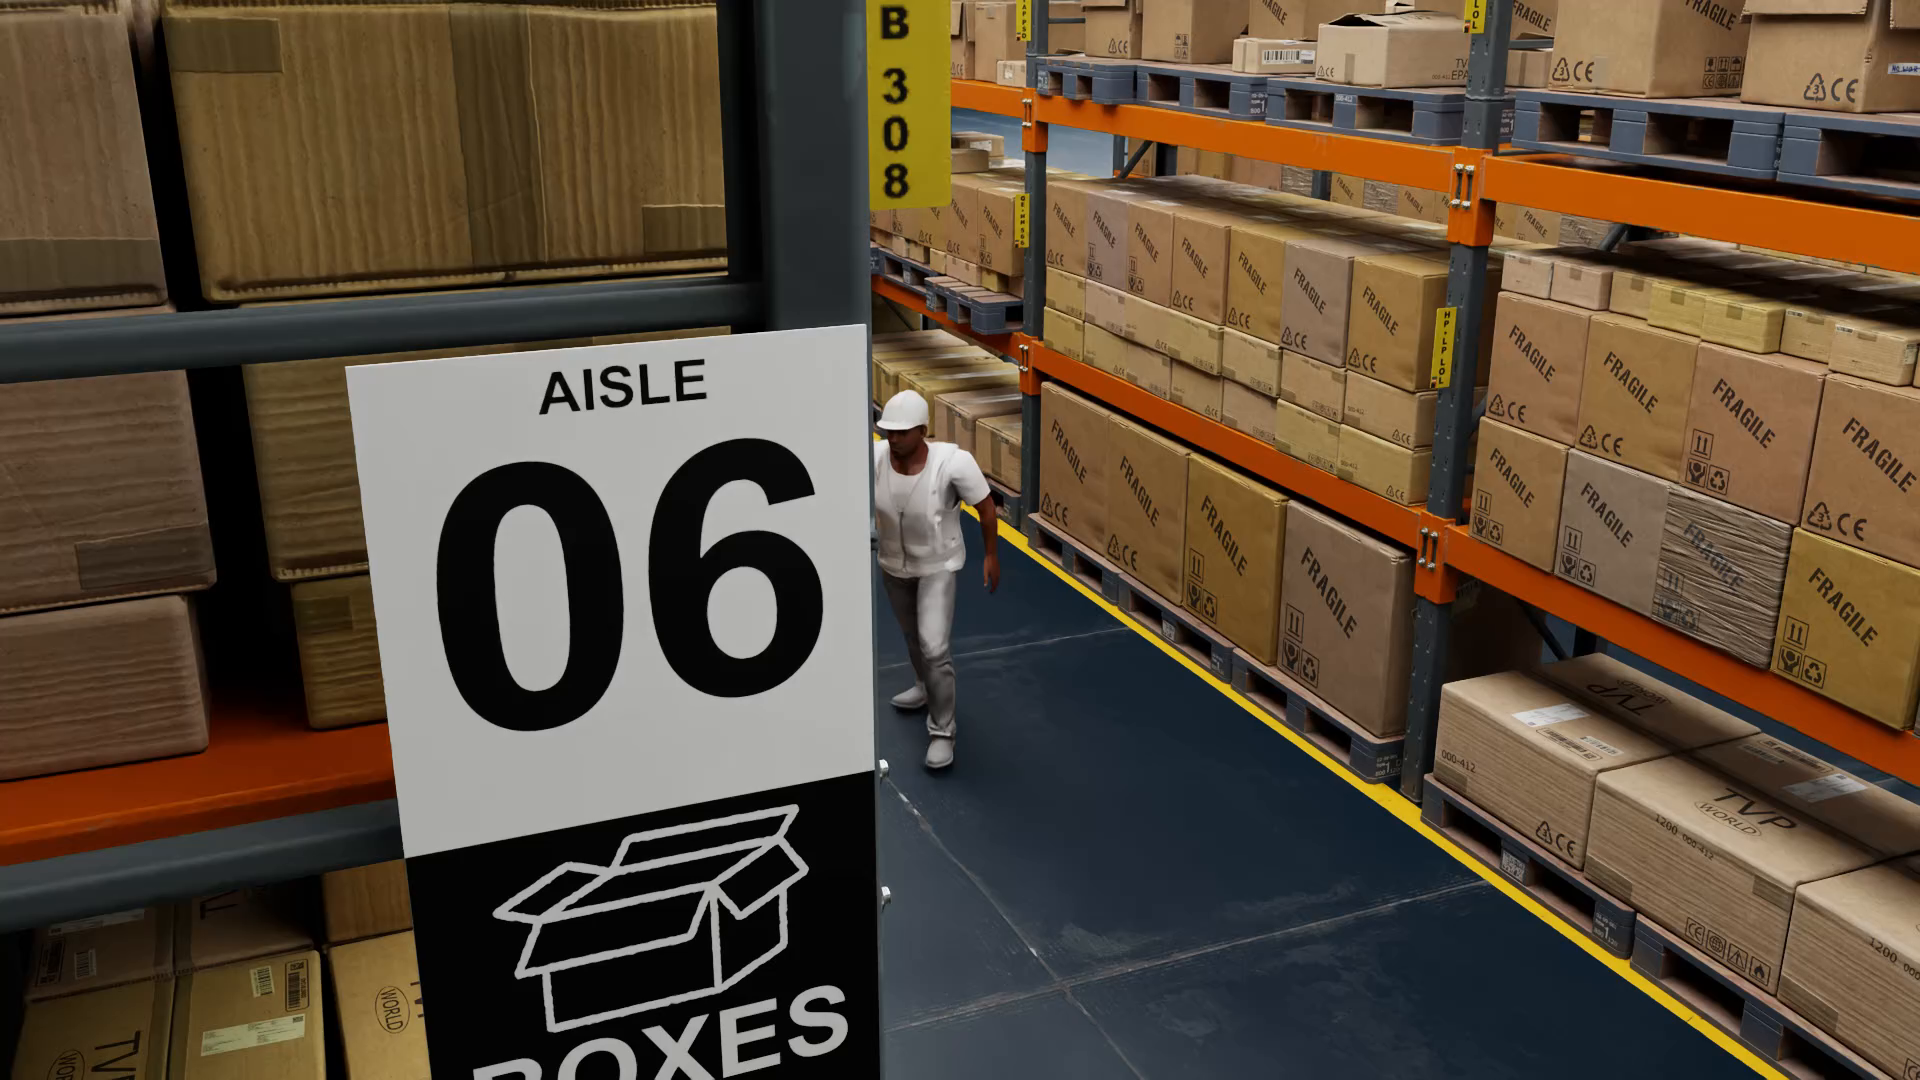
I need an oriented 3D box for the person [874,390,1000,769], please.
[{"bbox_3d":[-0.188,0.110,7.737,0.689,1.695,0.819,10,21,27],"label":"person"}]
